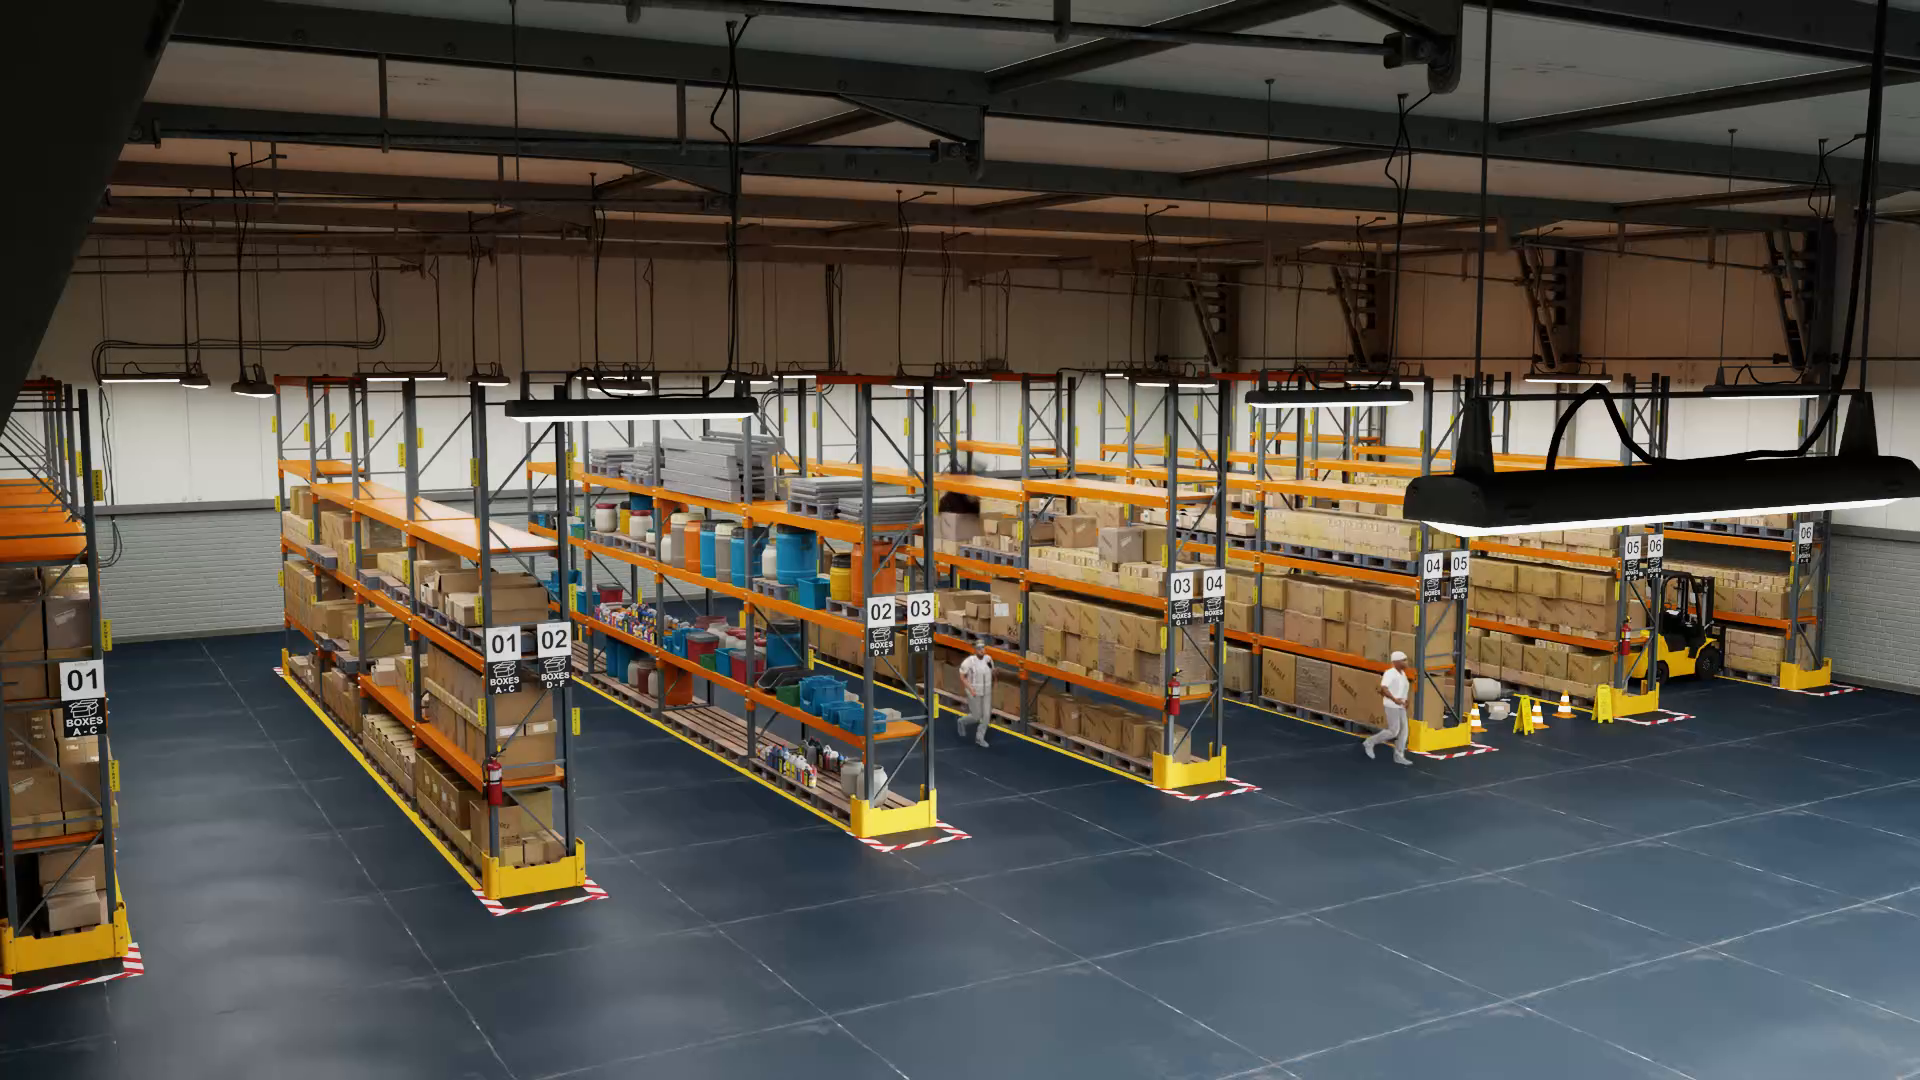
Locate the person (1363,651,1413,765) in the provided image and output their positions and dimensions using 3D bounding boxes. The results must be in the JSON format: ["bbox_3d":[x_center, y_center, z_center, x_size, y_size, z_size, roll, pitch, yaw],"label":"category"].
[{"bbox_3d":[6.821,2.609,26.159,0.787,1.735,0.753,4,7,33],"label":"person"}]

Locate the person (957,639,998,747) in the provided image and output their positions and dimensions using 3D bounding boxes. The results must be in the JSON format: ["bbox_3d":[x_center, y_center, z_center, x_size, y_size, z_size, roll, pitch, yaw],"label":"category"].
[{"bbox_3d":[0.300,2.486,27.331,0.659,1.764,0.659,-3,7,-29],"label":"person"}]
